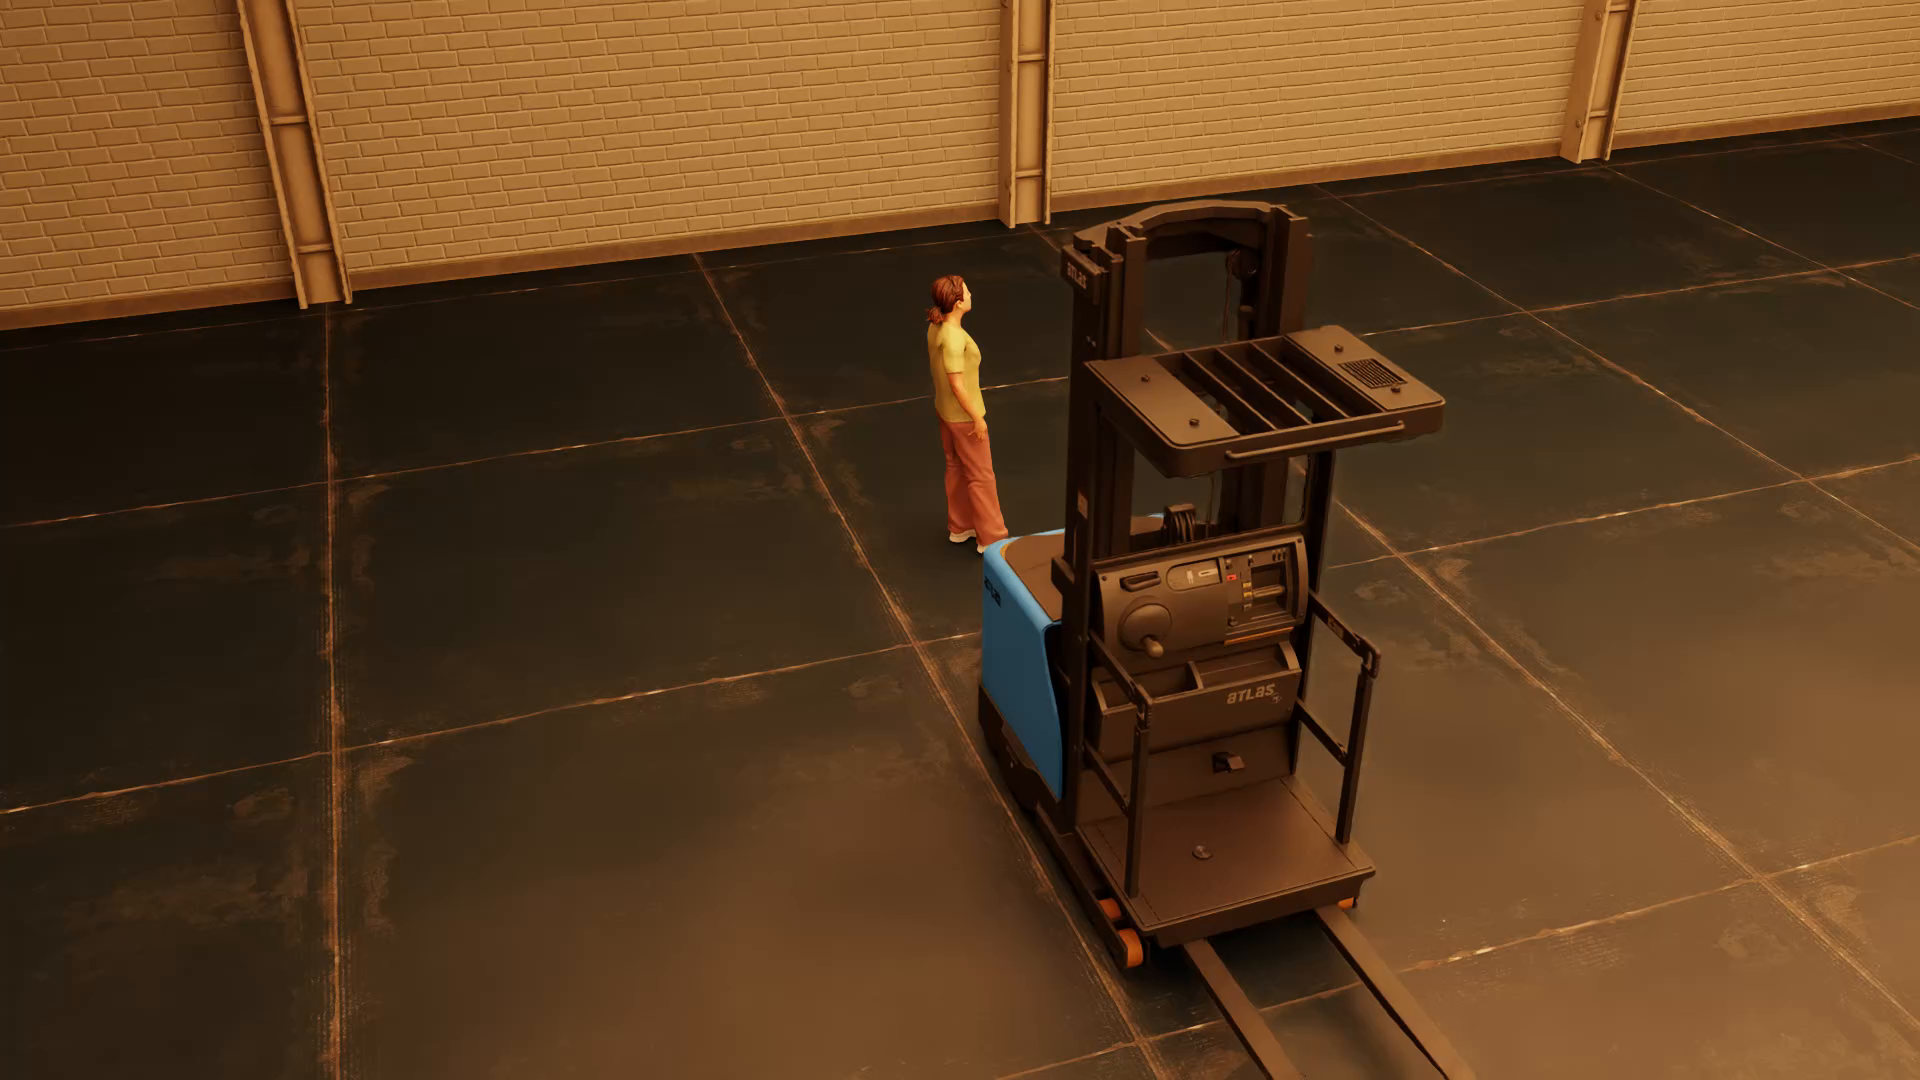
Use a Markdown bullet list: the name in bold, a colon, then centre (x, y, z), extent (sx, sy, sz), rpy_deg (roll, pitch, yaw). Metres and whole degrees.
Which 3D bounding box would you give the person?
- **person**: centre (0.074, -0.739, 9.615), extent (0.548, 1.673, 0.553), rpy_deg (-10, 31, -16)

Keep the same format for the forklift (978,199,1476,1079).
- **forklift**: centre (1.071, 0.279, 6.601), extent (1.130, 2.935, 3.031), rpy_deg (-10, 31, -17)
